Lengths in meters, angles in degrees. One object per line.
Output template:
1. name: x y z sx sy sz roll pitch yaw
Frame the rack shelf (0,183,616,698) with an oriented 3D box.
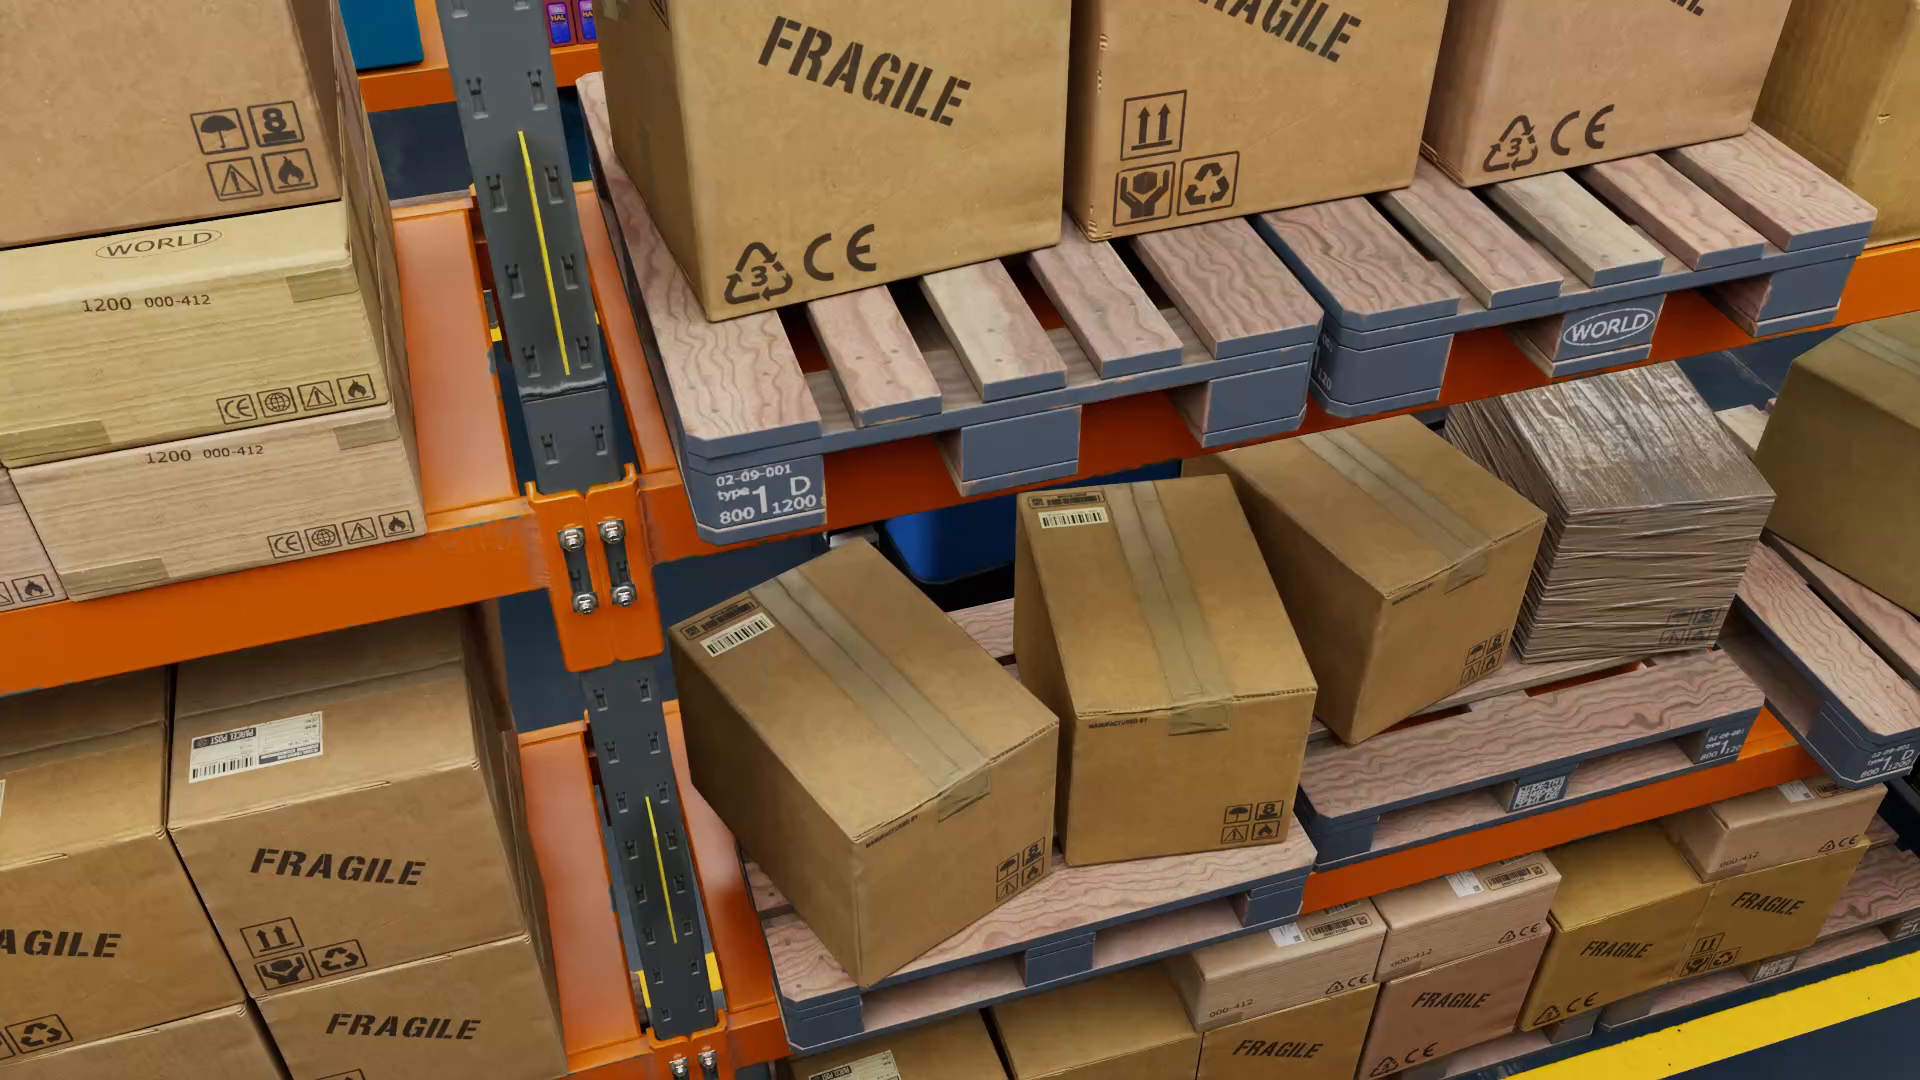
1. rack shelf: -2.635 0.141 2.575 4.000 0.370 1.077 -12 42 -13

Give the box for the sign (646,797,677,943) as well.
1. sign: -0.558 0.618 3.105 0.005 0.325 0.100 -12 42 -13

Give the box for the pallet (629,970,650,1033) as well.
1. pallet: -1.383 1.790 4.541 1.213 0.211 1.003 -12 42 -13

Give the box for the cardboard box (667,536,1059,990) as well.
1. cardboard box: -0.209 0.456 3.553 0.500 0.500 0.700 -26 48 -27

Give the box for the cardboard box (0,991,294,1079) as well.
1. cardboard box: -1.619 0.930 3.330 0.500 0.500 0.500 -11 42 -12

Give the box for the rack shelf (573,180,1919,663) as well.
1. rack shelf: 1.180 -0.649 3.480 4.000 0.370 1.077 -12 42 -13

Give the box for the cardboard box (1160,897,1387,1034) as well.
1. cardboard box: 0.761 0.958 4.369 0.500 0.250 0.500 -12 42 -13

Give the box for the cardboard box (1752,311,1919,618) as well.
1. cardboard box: 2.521 -0.186 4.288 0.500 0.500 0.700 -26 48 -27

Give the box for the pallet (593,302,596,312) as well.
1. pallet: -1.464 -1.581 8.399 1.213 0.211 1.003 -12 42 -13

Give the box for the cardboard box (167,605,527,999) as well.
1. cardboard box: -1.132 0.453 3.116 0.500 0.500 0.500 -11 42 -13

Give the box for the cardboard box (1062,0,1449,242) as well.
1. cardboard box: 0.405 -0.958 2.815 0.600 0.600 0.600 -12 43 -14

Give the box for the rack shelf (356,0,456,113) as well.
1. rack shelf: -4.120 -1.838 7.121 4.000 0.370 1.077 -12 42 -13

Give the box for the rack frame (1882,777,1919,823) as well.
1. rack frame: 3.087 -0.186 4.683 0.127 3.000 1.000 -12 42 -13

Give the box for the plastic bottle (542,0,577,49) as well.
1. plastic bottle: -1.734 -2.265 7.152 0.133 0.283 0.061 -12 42 -13

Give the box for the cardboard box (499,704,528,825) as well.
1. cardboard box: -1.296 0.497 3.825 0.500 0.500 0.500 -11 42 -12

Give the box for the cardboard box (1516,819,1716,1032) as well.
1. cardboard box: 1.772 1.024 4.863 0.500 0.500 0.500 -13 43 -15

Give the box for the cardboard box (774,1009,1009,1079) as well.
1. cardboard box: -0.193 1.438 4.390 0.500 0.500 0.500 -14 43 -15

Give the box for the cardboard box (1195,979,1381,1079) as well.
1. cardboard box: 0.791 1.231 4.626 0.500 0.500 0.500 -11 42 -13

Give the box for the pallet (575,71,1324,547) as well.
1. pallet: -0.085 -0.539 2.950 1.003 0.211 1.213 -12 42 -13

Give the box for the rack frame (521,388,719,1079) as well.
1. rack frame: -0.728 0.605 3.778 0.127 3.000 1.000 -12 42 -13

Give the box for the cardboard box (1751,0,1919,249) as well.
1. cardboard box: 1.699 -1.042 3.307 0.500 0.500 0.910 -12 42 -13

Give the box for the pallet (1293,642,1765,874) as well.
1. pallet: 1.234 0.274 4.303 1.213 0.211 1.003 -12 42 -13

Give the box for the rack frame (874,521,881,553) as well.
1. rack frame: -0.358 -0.231 6.330 0.006 0.900 0.240 -16 44 -18

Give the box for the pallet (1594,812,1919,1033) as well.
1. pallet: 2.364 0.988 5.458 1.213 0.211 1.003 -12 42 -13

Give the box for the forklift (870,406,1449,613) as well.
1. forklift: 1.031 -1.403 6.128 3.031 2.935 1.130 -16 44 -18

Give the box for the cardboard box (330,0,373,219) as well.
1. cardboard box: -1.266 -0.716 2.744 0.500 0.250 0.500 -12 42 -13

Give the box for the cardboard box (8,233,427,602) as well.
1. cardboard box: -1.112 -0.205 2.539 0.500 0.250 0.500 -12 42 -13

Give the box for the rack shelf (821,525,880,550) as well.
1. rack shelf: -0.451 -0.043 6.440 0.200 0.077 0.258 -16 44 -18

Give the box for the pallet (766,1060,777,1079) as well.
1. pallet: 0.037 1.471 4.906 1.213 0.211 1.003 -12 42 -13

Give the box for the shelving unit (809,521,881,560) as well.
1. shelving unit: -0.451 -0.204 6.299 0.210 0.900 0.258 -16 44 -18

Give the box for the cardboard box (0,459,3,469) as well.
1. cardboard box: -1.588 -0.293 2.260 0.500 0.250 0.500 -12 42 -13

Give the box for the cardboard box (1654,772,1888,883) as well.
1. cardboard box: 2.213 0.654 4.718 0.500 0.250 0.500 -10 42 -11

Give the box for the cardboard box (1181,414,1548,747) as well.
1. cardboard box: 0.939 0.021 4.051 0.500 0.500 0.700 -22 46 -24
